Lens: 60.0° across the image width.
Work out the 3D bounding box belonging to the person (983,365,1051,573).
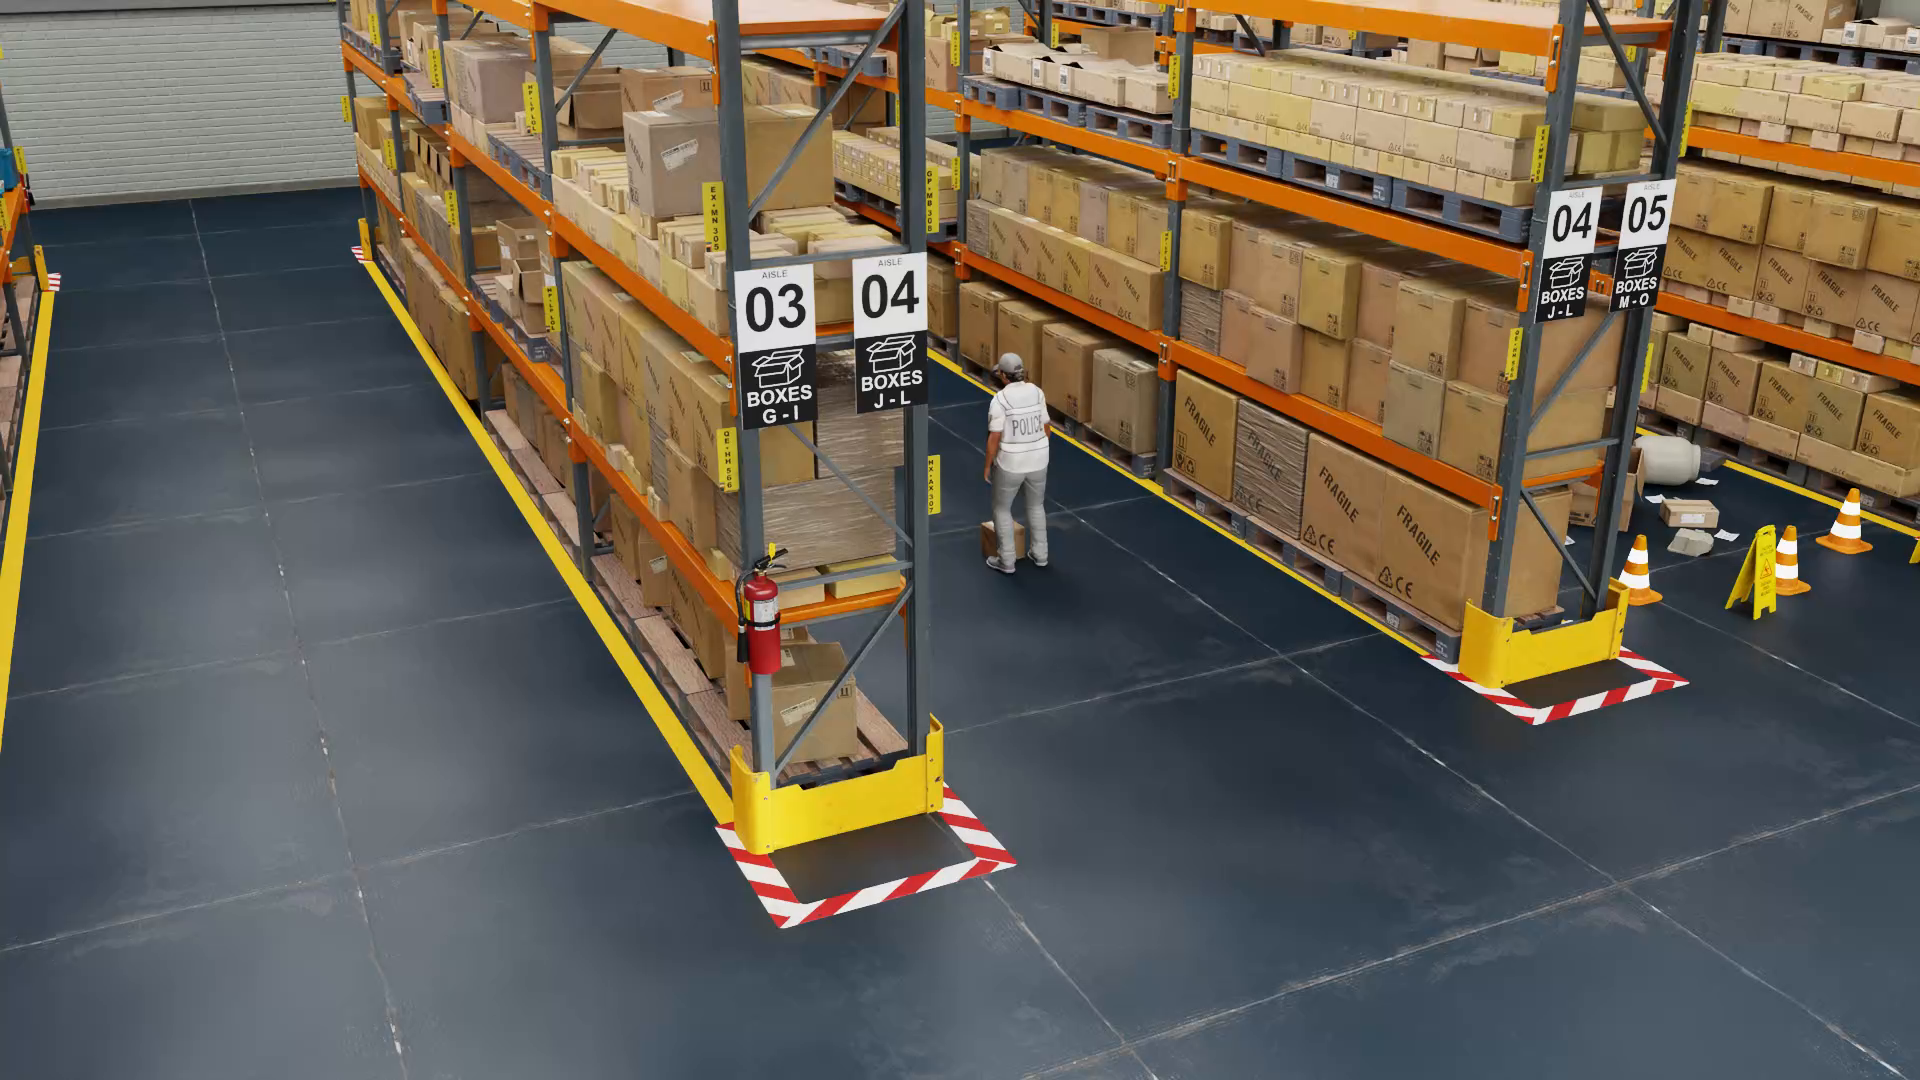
[{"bbox_3d":[0.445,-0.559,12.370,0.561,1.653,0.394,-11,25,-26],"label":"person"}]
